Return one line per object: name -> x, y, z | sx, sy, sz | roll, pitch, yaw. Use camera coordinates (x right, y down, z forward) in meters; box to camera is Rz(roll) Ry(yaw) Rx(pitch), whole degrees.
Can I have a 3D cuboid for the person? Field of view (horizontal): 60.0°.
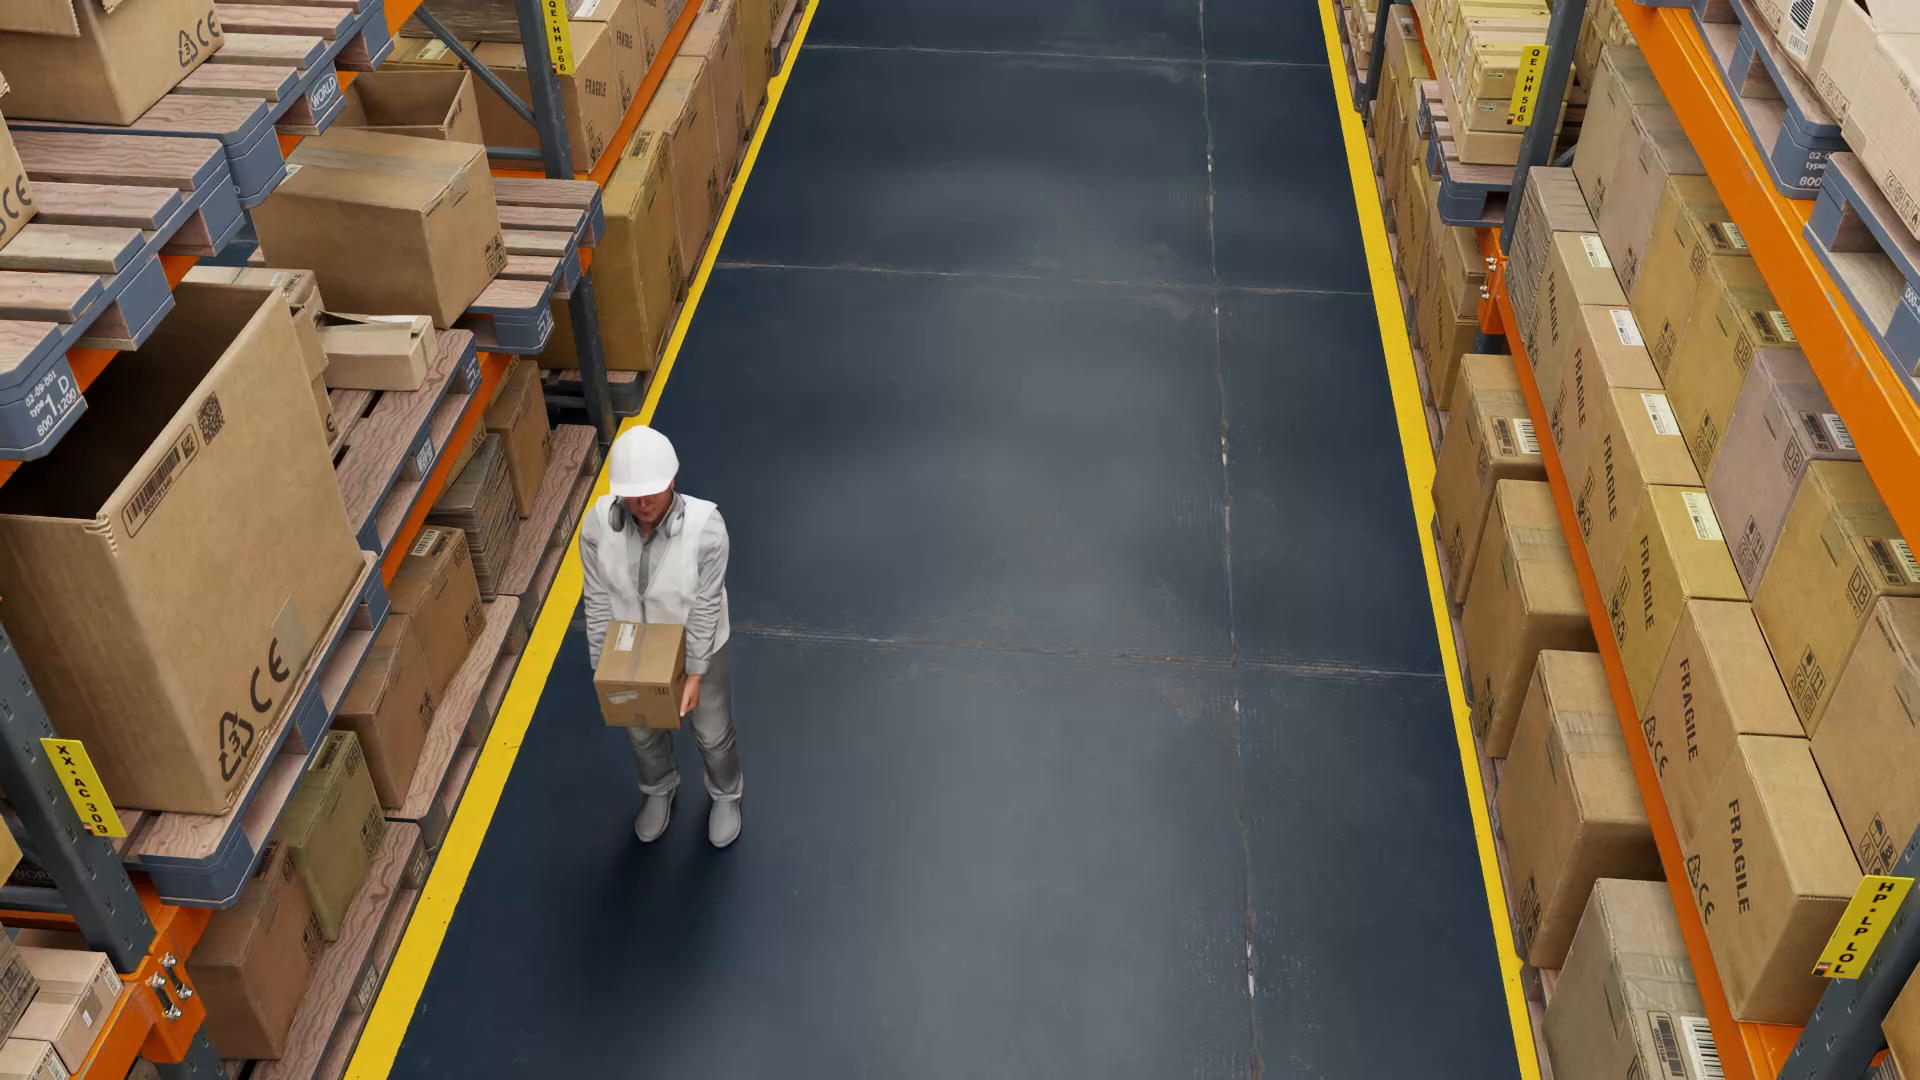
person -> -1.002, 0.399, 5.661 | 0.494, 1.772, 0.563 | 3, 40, 3
